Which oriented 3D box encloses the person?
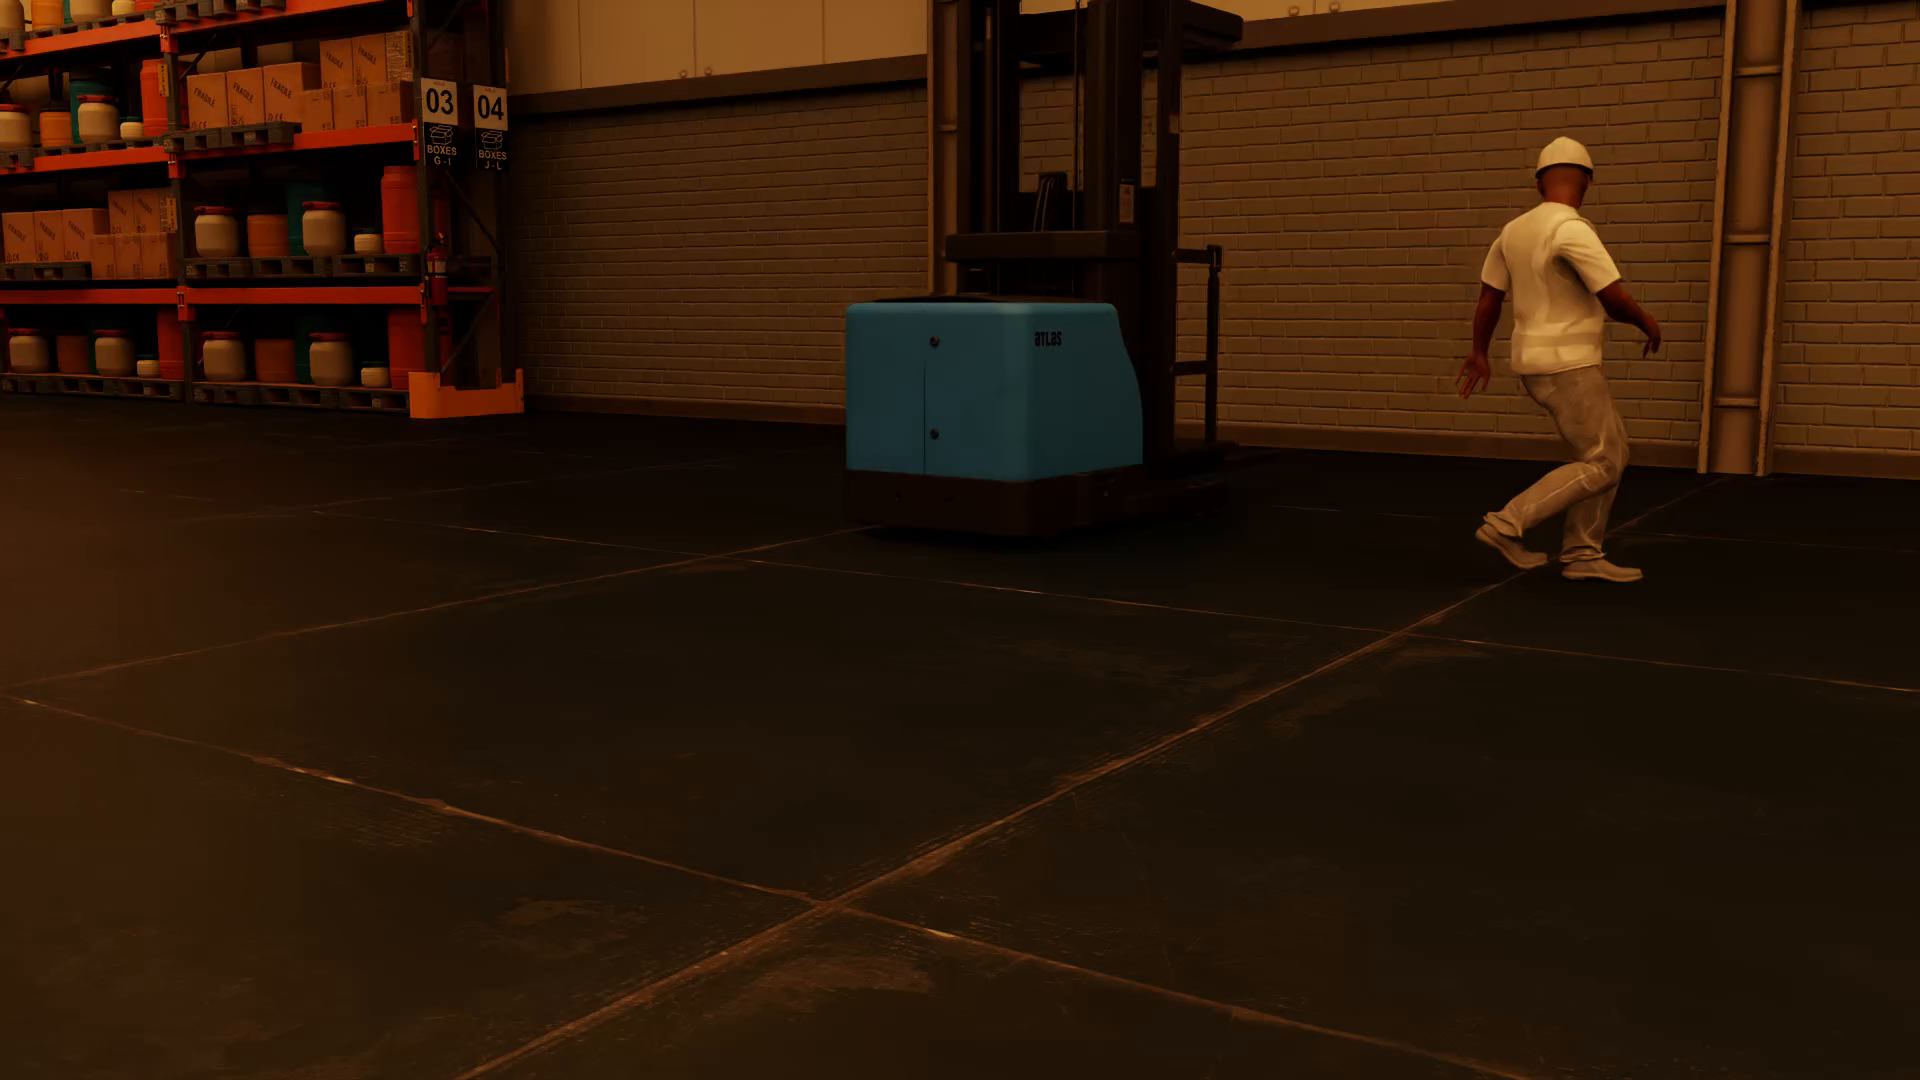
[{"bbox_3d":[2.315,-0.683,6.410,0.708,1.701,0.694,1,8,9],"label":"person"}]

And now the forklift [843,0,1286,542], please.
[{"bbox_3d":[0.731,-1.603,8.465,1.130,2.935,3.031,6,10,36],"label":"forklift"}]
